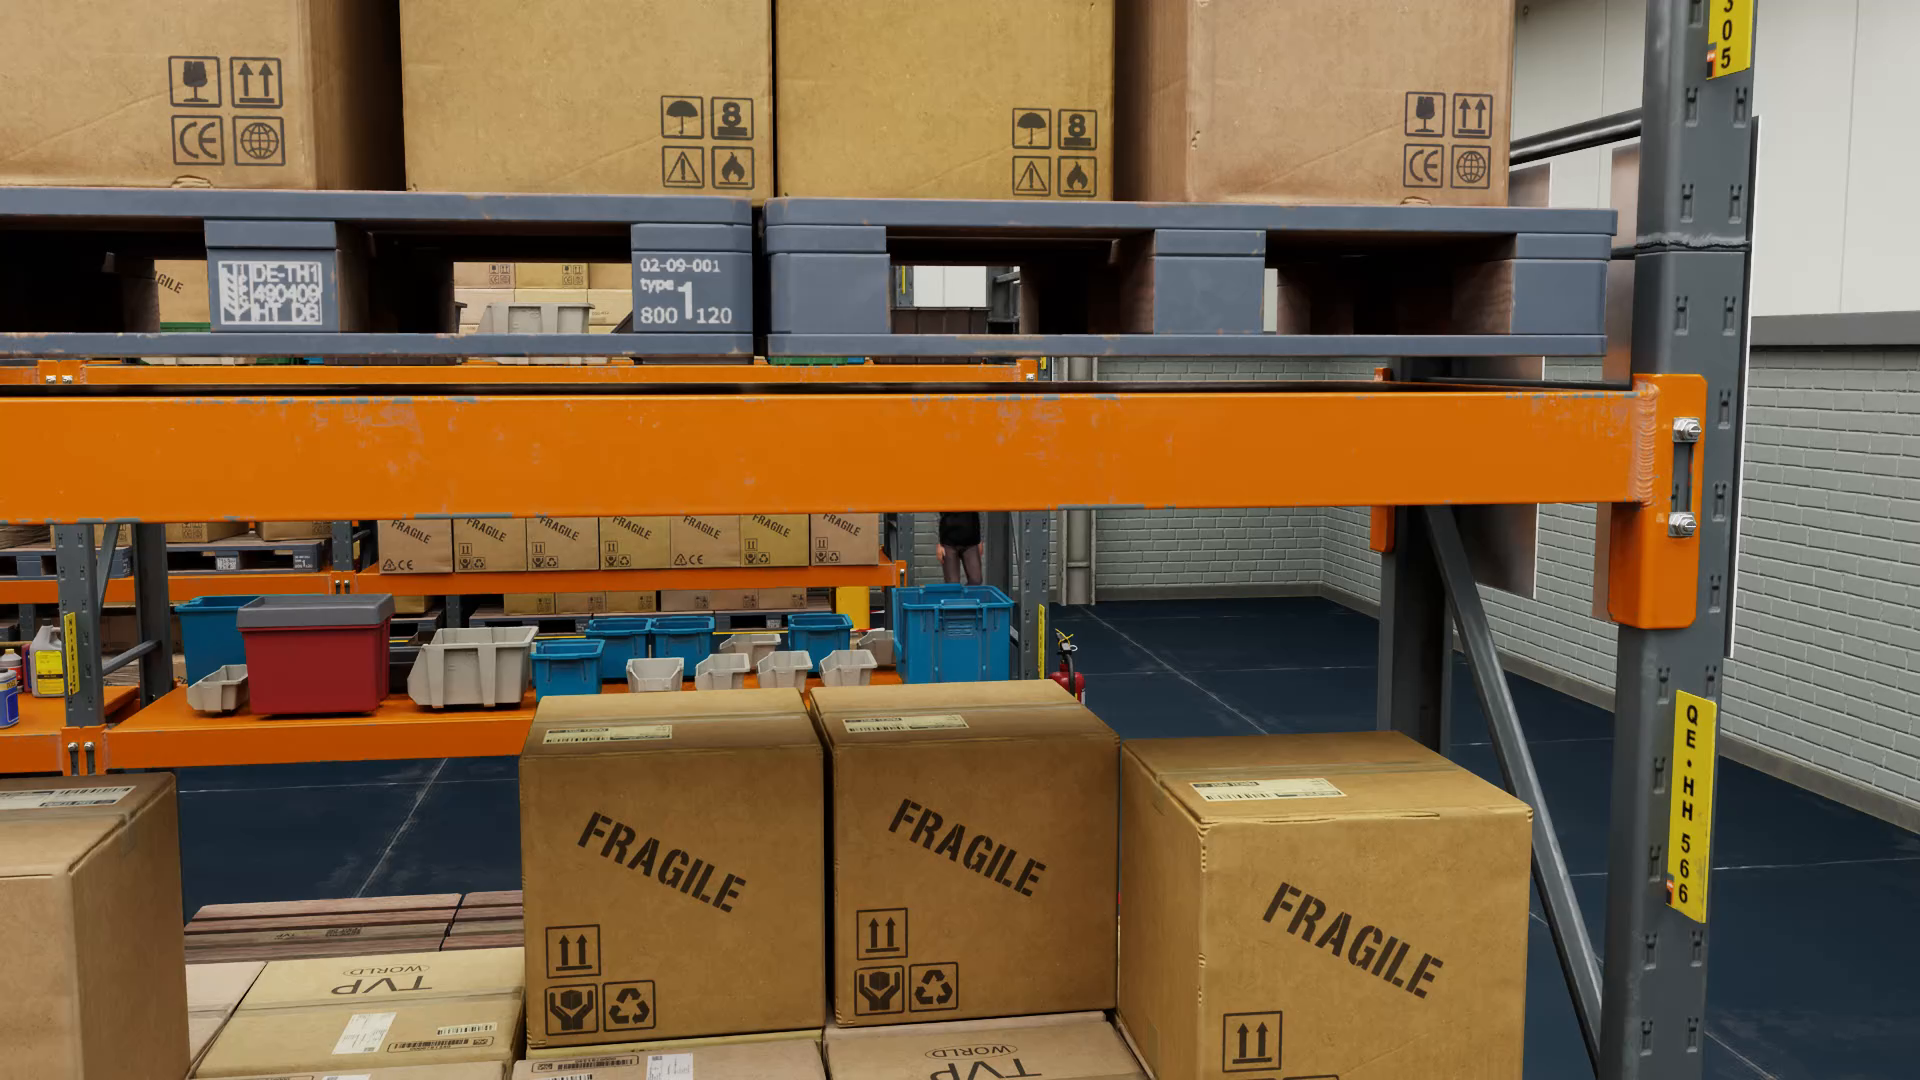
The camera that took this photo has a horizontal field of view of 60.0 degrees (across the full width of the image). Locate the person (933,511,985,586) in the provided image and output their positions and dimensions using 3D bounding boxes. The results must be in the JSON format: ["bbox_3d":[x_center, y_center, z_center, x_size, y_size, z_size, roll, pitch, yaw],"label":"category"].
[{"bbox_3d":[-0.008,0.072,16.958,0.546,1.712,0.485,-1,6,-8],"label":"person"}]
